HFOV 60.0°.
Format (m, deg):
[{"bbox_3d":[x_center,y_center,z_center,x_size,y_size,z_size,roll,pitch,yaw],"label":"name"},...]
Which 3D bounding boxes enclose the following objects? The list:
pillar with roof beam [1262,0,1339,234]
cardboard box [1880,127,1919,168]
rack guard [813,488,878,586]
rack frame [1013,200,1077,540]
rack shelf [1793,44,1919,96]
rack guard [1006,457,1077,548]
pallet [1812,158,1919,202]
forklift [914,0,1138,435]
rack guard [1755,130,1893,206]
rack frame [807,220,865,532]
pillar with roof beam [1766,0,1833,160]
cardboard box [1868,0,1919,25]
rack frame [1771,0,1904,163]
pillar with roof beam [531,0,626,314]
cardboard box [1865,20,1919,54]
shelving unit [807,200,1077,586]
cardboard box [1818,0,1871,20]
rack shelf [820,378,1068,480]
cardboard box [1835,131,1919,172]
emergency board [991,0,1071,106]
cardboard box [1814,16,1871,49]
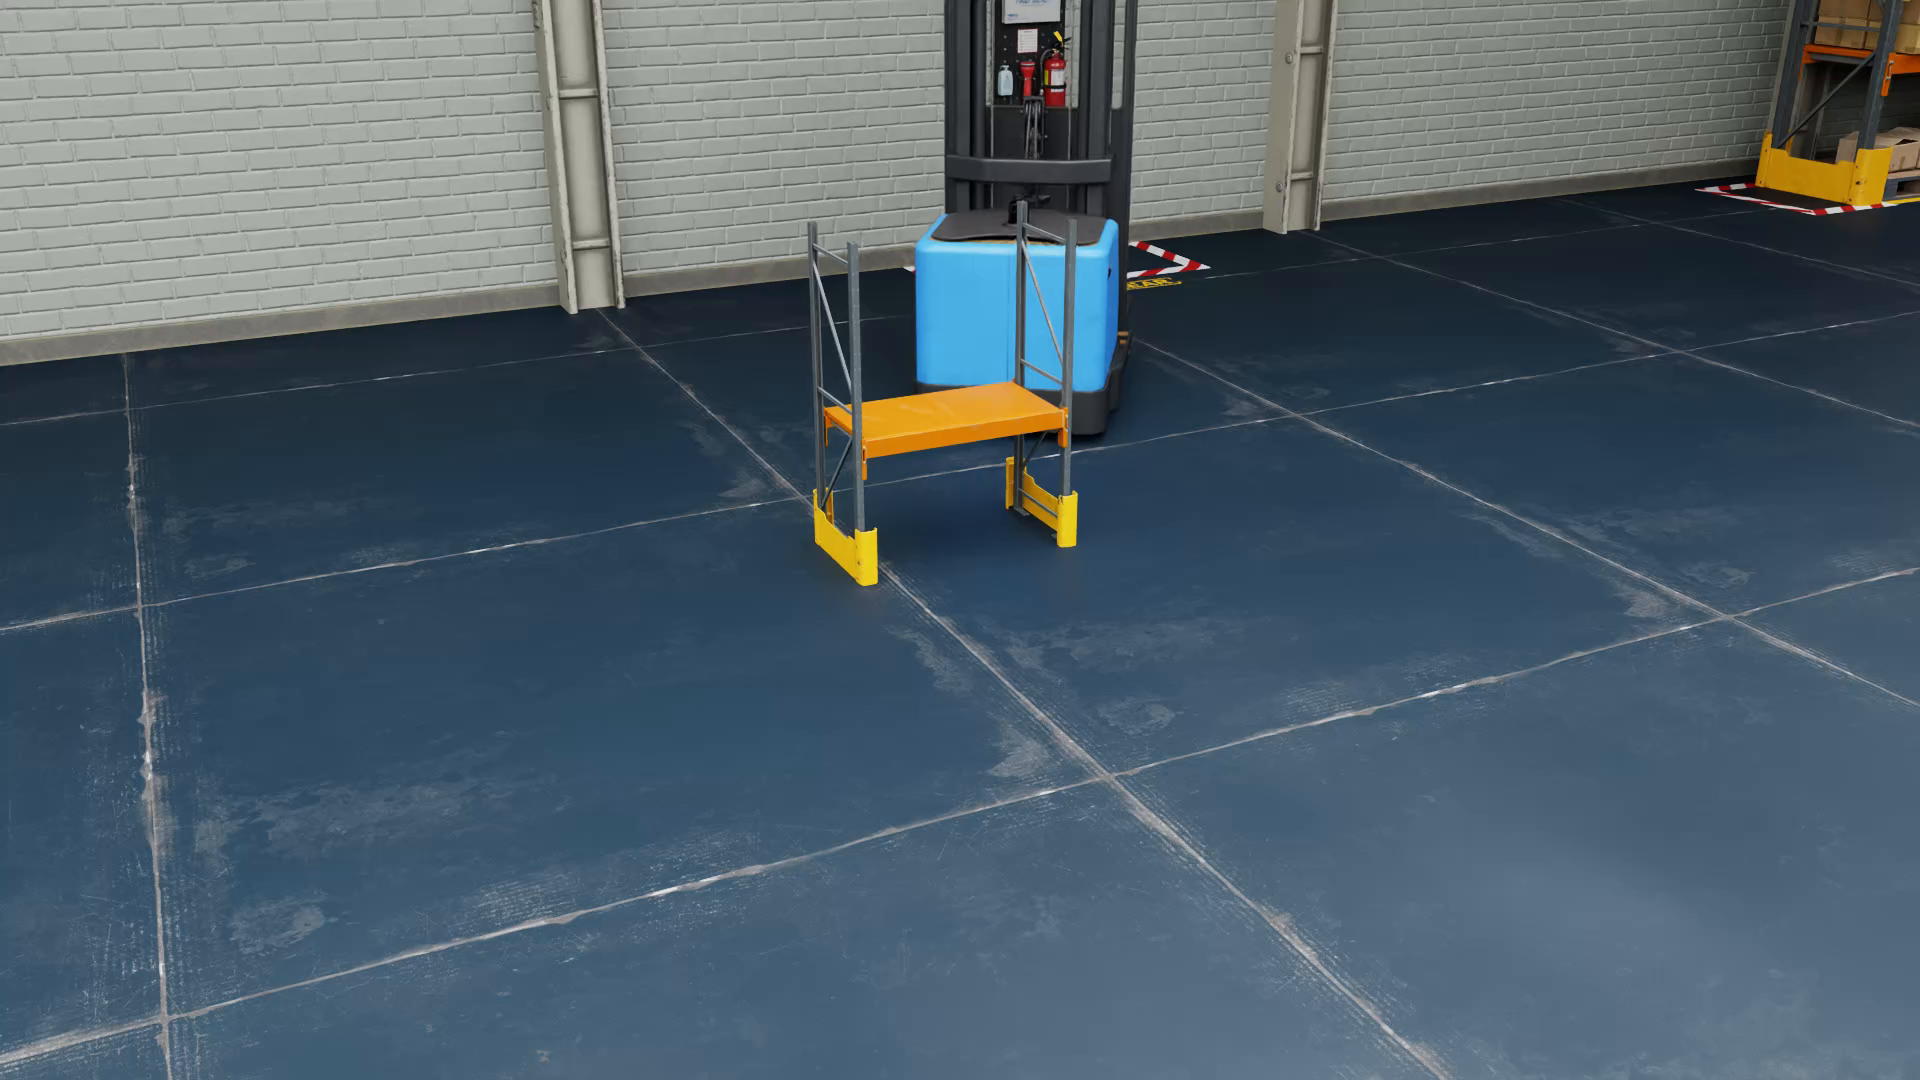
[{"bbox_3d":[4.677,-5.326,8.851,0.400,9.000,9.100,-10,25,-24],"label":"pillar with roof beam"},{"bbox_3d":[9.137,-3.758,15.847,0.500,0.311,0.500,-8,24,-19],"label":"cardboard box"},{"bbox_3d":[-0.517,-0.020,7.472,0.087,0.250,0.587,-10,25,-24],"label":"rack guard"},{"bbox_3d":[0.381,-0.763,7.633,0.032,1.500,0.500,-10,25,-24],"label":"rack frame"},{"bbox_3d":[9.763,-4.618,15.925,4.000,0.370,1.077,-10,25,-24],"label":"rack shelf"},{"bbox_3d":[0.380,-0.185,7.871,0.087,0.250,0.587,-10,25,-24],"label":"rack guard"},{"bbox_3d":[8.777,-3.465,15.846,1.213,0.211,1.003,-10,25,-24],"label":"pallet"},{"bbox_3d":[0.492,-2.449,9.835,1.130,2.935,3.031,4,23,8],"label":"forklift"},{"bbox_3d":[8.029,-3.476,15.494,0.348,0.500,1.175,-10,25,-24],"label":"rack guard"},{"bbox_3d":[-0.535,-0.595,7.225,0.032,1.500,0.500,-10,25,-24],"label":"rack frame"},{"bbox_3d":[10.084,-6.321,11.255,0.400,9.000,9.100,-10,25,-24],"label":"pillar with roof beam"},{"bbox_3d":[8.521,-4.881,14.808,0.500,0.500,0.500,-10,25,-24],"label":"cardboard box"},{"bbox_3d":[7.961,-4.619,14.986,0.127,3.000,1.000,-10,25,-24],"label":"rack frame"},{"bbox_3d":[-0.729,-4.331,6.446,0.400,9.000,9.100,-10,25,-24],"label":"pillar with roof beam"},{"bbox_3d":[8.538,-4.530,14.942,0.500,0.250,0.500,-11,25,-25],"label":"cardboard box"},{"bbox_3d":[-0.069,-0.680,7.433,1.083,1.500,0.587,-10,25,-24],"label":"shelving unit"},{"bbox_3d":[8.293,-5.057,15.233,0.500,0.500,0.500,-11,25,-24],"label":"cardboard box"},{"bbox_3d":[-0.077,-0.513,7.498,1.000,0.185,0.538,-10,25,-24],"label":"rack shelf"},{"bbox_3d":[8.623,-3.663,15.618,0.500,0.311,0.500,-14,26,-30],"label":"cardboard box"},{"bbox_3d":[0.567,-3.641,12.624,0.643,1.169,0.194,-10,25,-24],"label":"emergency board"},{"bbox_3d":[8.298,-4.703,15.359,0.500,0.250,0.500,-10,25,-23],"label":"cardboard box"}]
